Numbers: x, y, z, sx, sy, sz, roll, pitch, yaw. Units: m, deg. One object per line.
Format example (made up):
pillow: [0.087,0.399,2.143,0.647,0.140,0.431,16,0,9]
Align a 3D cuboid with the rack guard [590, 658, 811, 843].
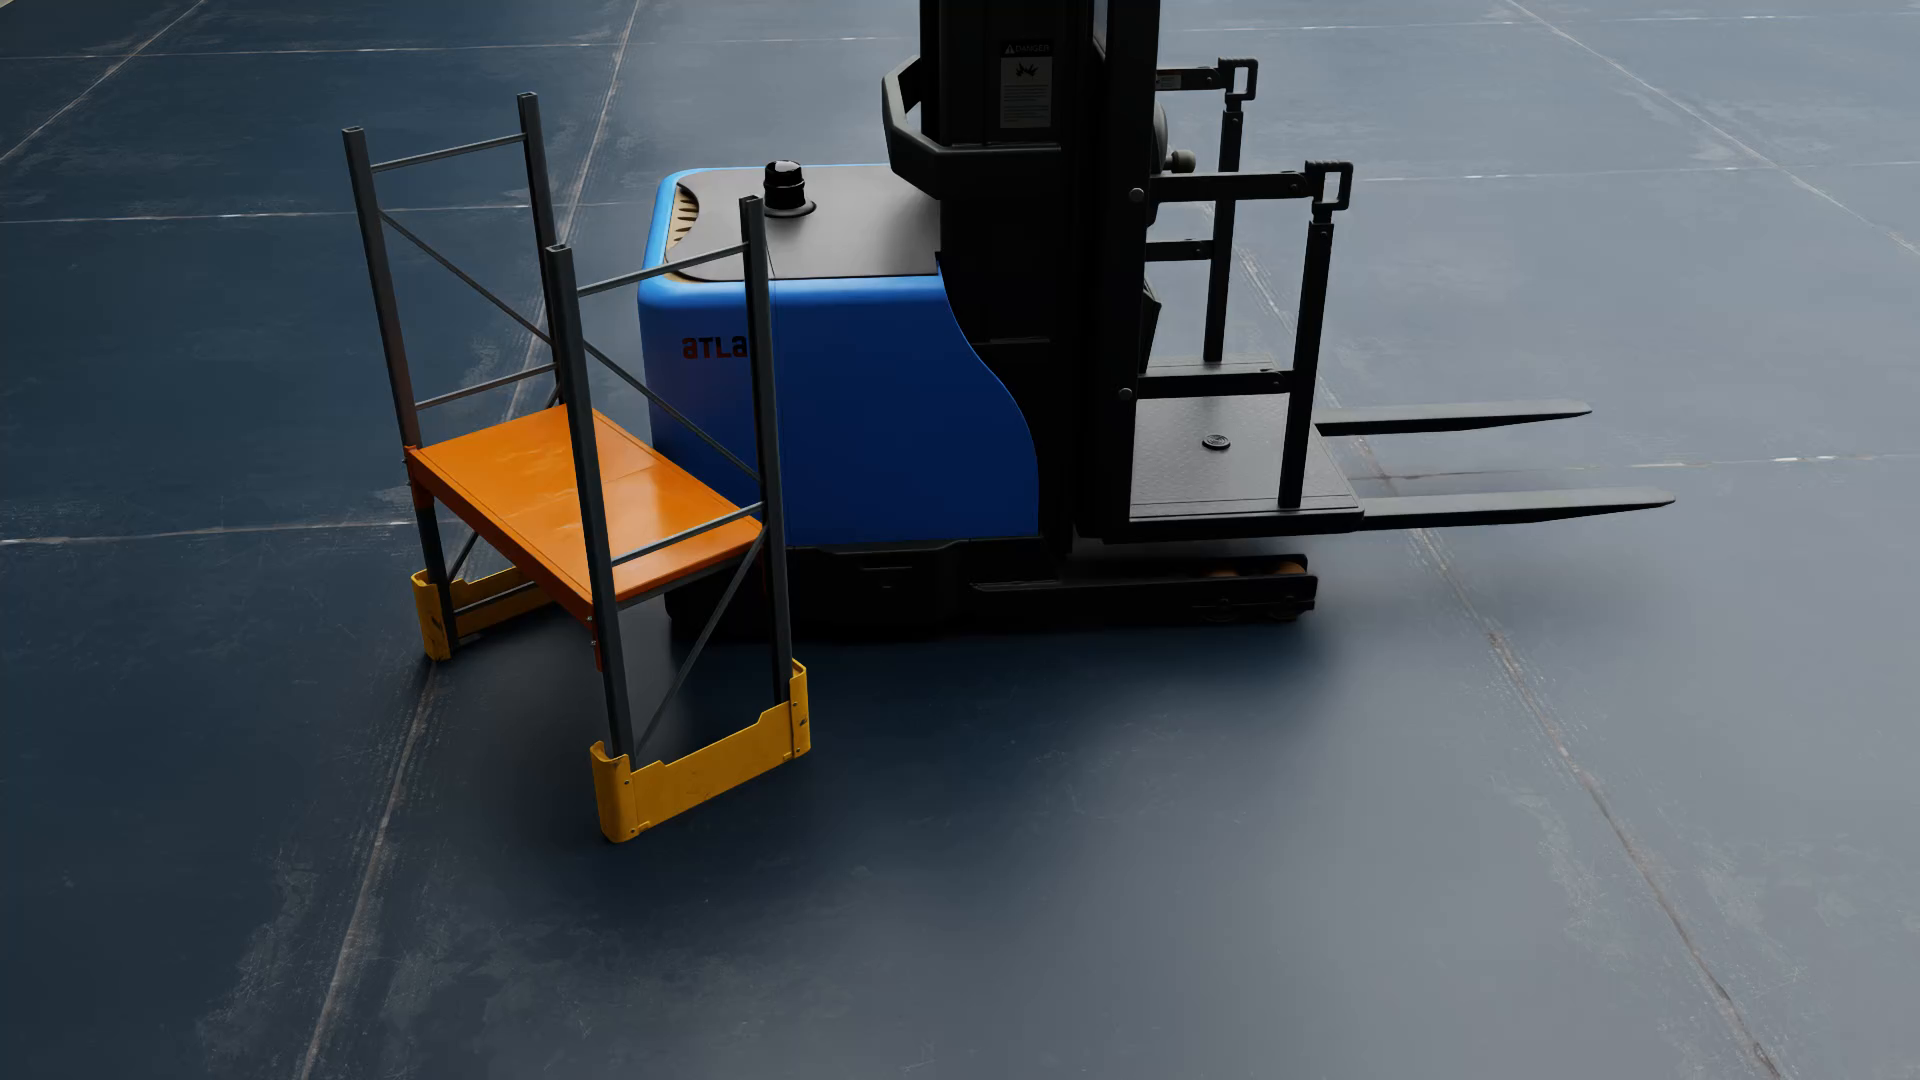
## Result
rack guard: [-0.633,0.518,4.139,0.587,0.250,0.087,-23,38,-33]

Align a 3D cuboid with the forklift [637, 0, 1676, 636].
forklift: [0.624,-1.287,4.546,3.031,2.935,1.130,-3,31,-4]

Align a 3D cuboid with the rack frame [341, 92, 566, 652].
rack frame: [-1.273,-0.411,4.475,0.500,1.500,0.032,-23,38,-33]

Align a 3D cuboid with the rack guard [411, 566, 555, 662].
rack guard: [-1.273,0.126,4.795,0.587,0.250,0.087,-23,38,-33]

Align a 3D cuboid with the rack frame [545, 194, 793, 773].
rack frame: [-0.621,-0.011,3.806,0.500,1.500,0.032,-23,38,-33]

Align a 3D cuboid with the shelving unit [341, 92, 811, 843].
shelving unit: [-0.953,-0.215,4.147,0.587,1.500,1.083,-23,38,-33]

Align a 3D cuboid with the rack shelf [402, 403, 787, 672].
rack shelf: [-0.947,-0.057,4.233,0.538,0.185,1.000,-23,38,-33]
